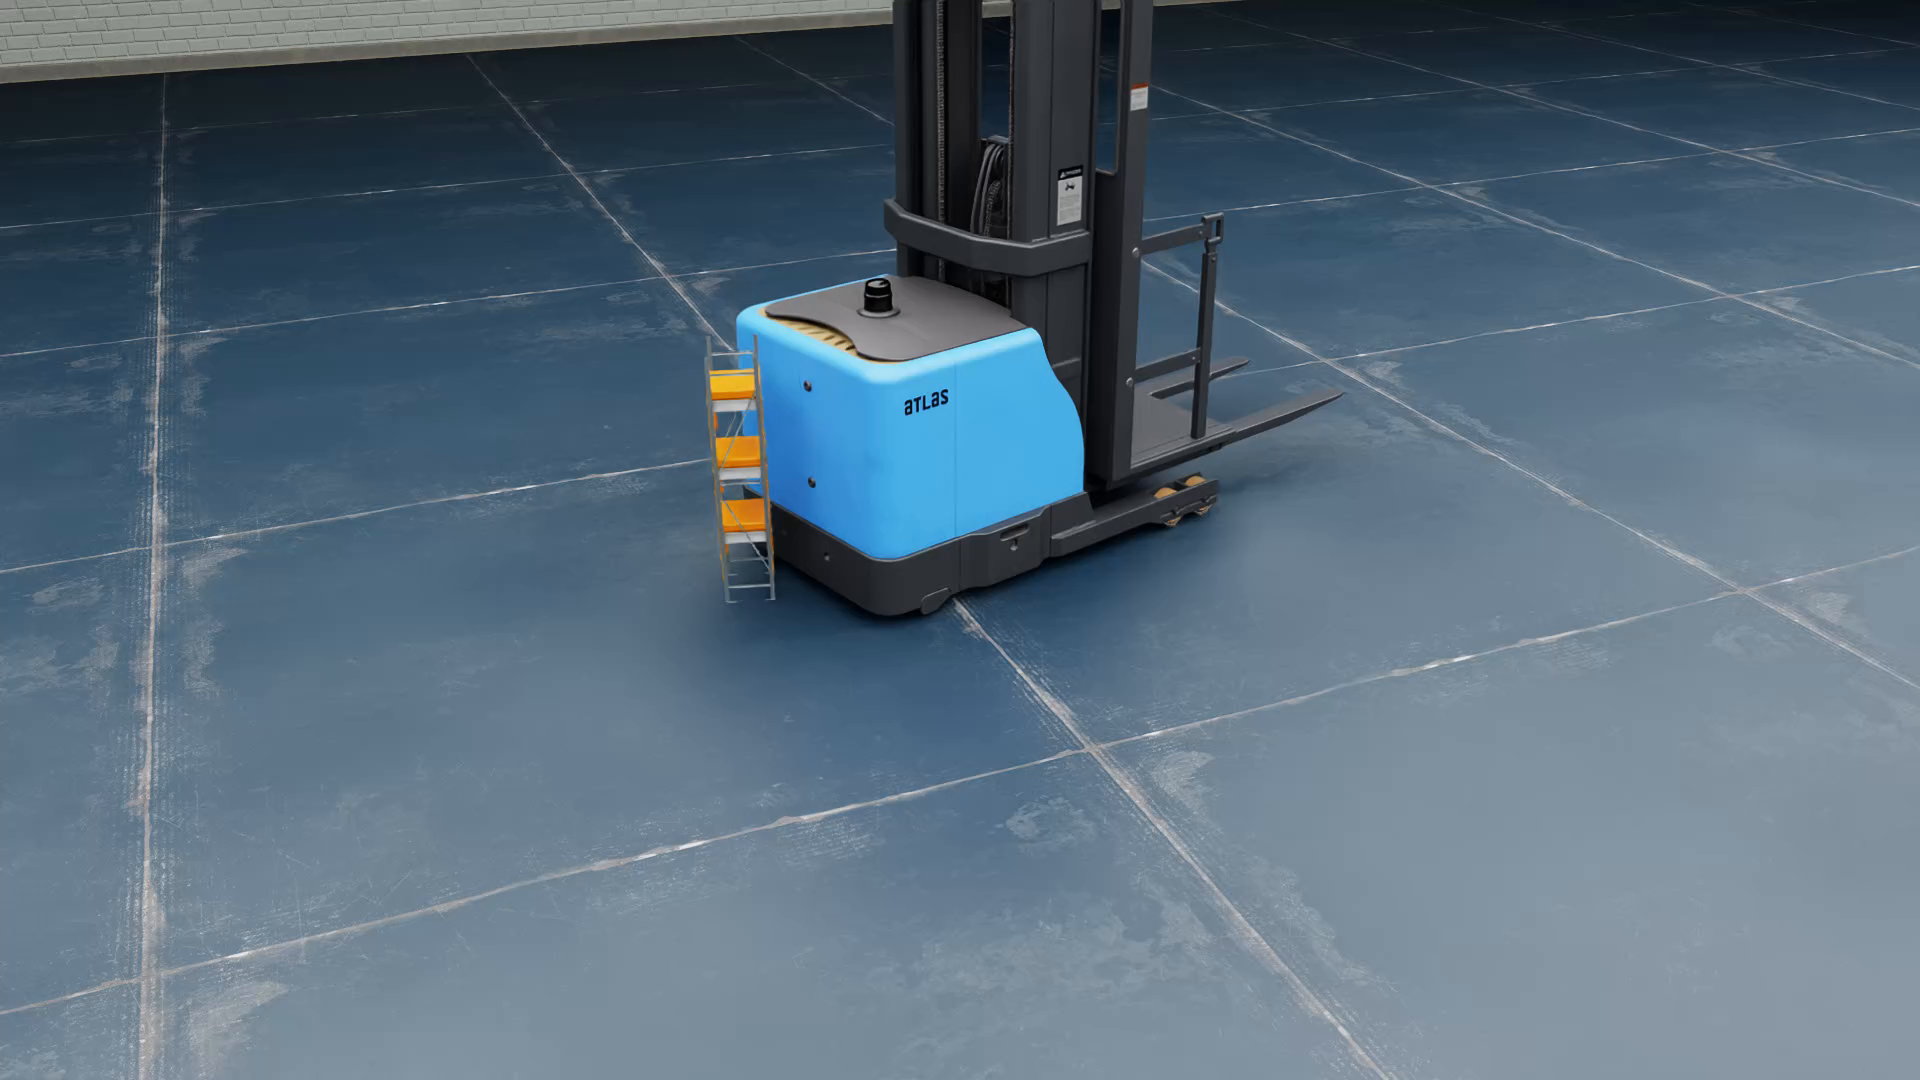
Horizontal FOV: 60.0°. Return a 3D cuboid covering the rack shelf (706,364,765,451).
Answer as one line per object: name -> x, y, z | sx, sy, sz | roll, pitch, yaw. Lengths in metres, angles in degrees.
rack shelf -> -0.874, -0.519, 6.489 | 0.215, 0.259, 0.240 | -4, 26, -5

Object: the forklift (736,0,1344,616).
forklift -> 0.533, -1.539, 7.062 | 3.031, 2.935, 1.130 | -20, 32, -35

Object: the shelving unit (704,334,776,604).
shelving unit -> -0.869, -0.274, 6.609 | 0.215, 1.050, 0.252 | -4, 26, -5

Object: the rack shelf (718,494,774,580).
rack shelf -> -0.864, -0.015, 6.736 | 0.215, 0.259, 0.240 | -4, 26, -5

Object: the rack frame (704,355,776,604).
rack frame -> -0.857, -0.221, 6.500 | 0.200, 1.050, 0.008 | -4, 26, -5

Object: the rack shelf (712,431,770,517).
rack shelf -> -0.869, -0.264, 6.614 | 0.215, 0.259, 0.240 | -4, 26, -5

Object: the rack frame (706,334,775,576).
rack frame -> -0.882, -0.327, 6.719 | 0.200, 1.050, 0.008 | -4, 26, -5
